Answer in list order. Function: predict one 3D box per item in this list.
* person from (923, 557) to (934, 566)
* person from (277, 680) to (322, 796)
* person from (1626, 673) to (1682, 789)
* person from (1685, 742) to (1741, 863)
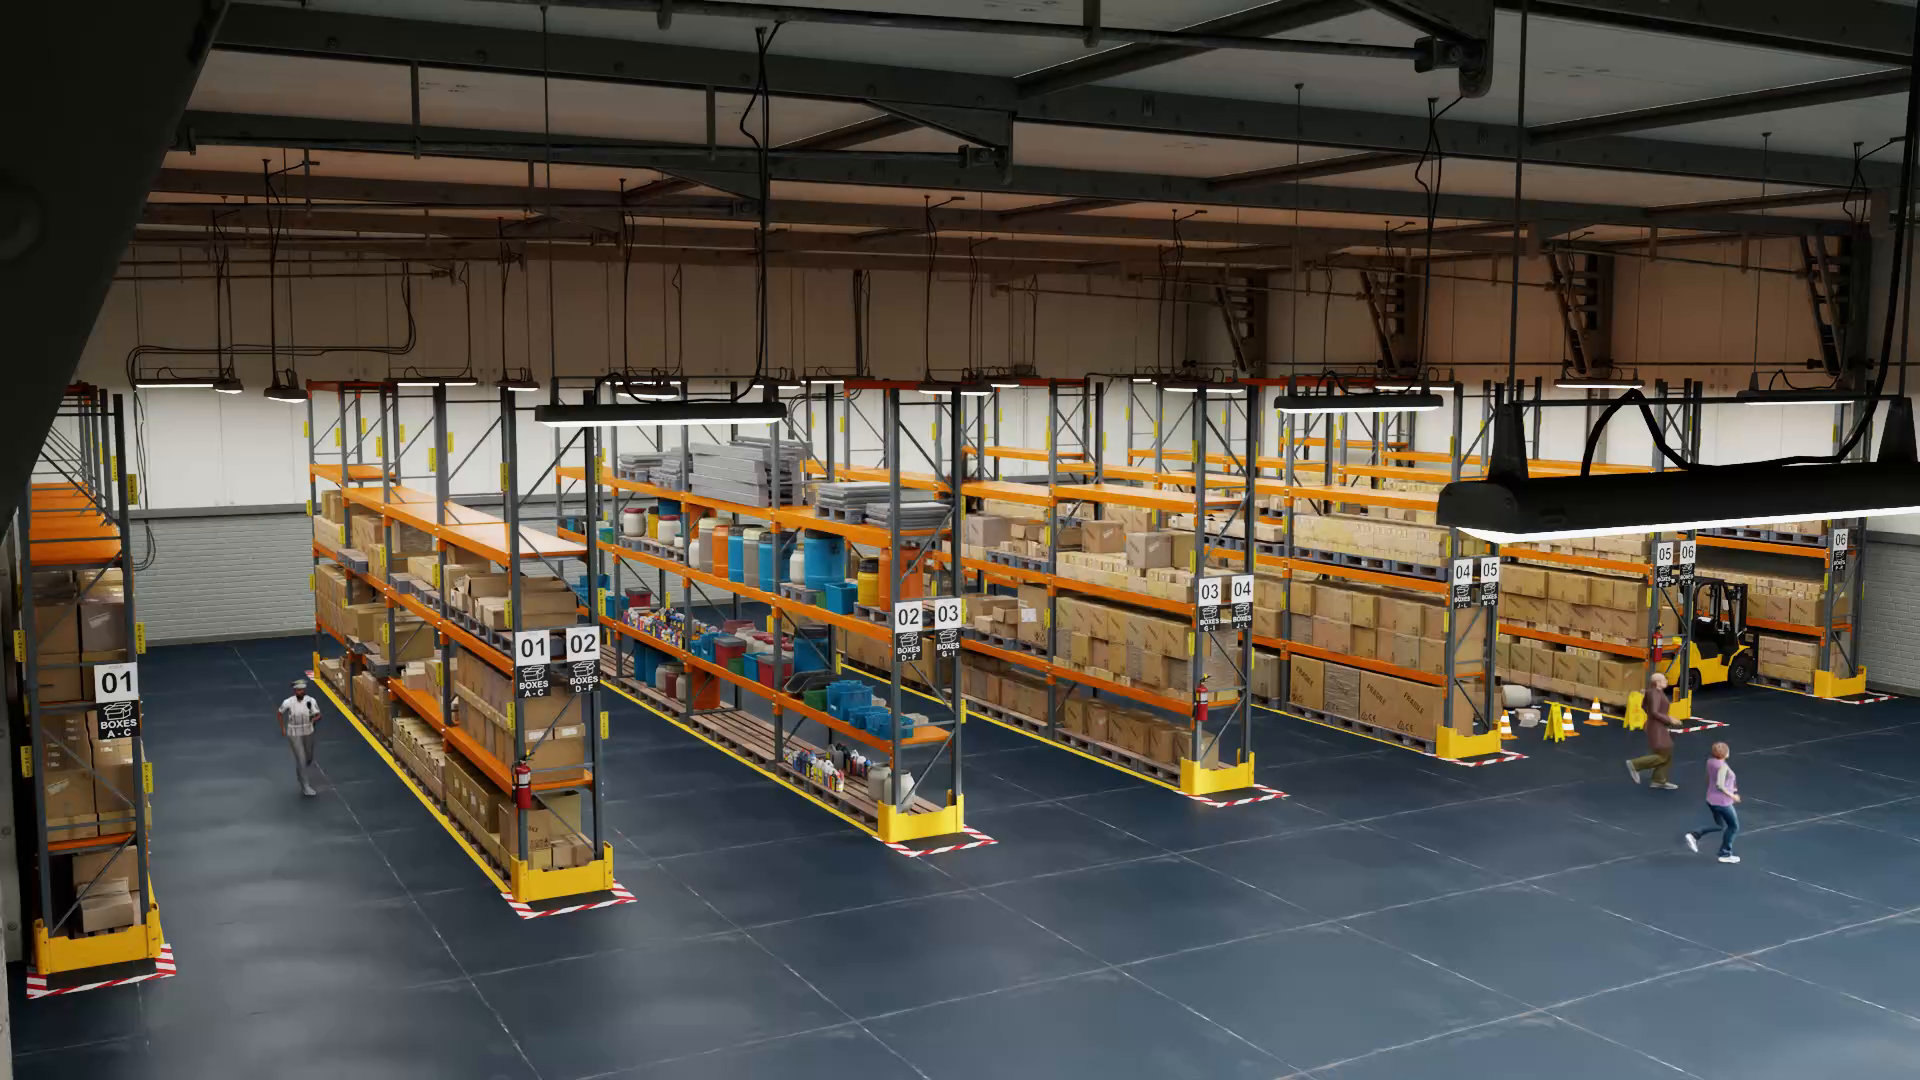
[{"bbox_3d":[-0.895,1.094,41.311,0.781,1.767,0.798,5,8,38],"label":"person"},{"bbox_3d":[-9.726,2.866,24.533,0.576,1.678,0.911,-5,8,-38],"label":"person"},{"bbox_3d":[10.326,2.836,24.751,0.744,1.734,0.708,2,6,17],"label":"person"},{"bbox_3d":[9.580,3.327,21.057,0.680,1.541,0.542,0,6,-1],"label":"person"}]
